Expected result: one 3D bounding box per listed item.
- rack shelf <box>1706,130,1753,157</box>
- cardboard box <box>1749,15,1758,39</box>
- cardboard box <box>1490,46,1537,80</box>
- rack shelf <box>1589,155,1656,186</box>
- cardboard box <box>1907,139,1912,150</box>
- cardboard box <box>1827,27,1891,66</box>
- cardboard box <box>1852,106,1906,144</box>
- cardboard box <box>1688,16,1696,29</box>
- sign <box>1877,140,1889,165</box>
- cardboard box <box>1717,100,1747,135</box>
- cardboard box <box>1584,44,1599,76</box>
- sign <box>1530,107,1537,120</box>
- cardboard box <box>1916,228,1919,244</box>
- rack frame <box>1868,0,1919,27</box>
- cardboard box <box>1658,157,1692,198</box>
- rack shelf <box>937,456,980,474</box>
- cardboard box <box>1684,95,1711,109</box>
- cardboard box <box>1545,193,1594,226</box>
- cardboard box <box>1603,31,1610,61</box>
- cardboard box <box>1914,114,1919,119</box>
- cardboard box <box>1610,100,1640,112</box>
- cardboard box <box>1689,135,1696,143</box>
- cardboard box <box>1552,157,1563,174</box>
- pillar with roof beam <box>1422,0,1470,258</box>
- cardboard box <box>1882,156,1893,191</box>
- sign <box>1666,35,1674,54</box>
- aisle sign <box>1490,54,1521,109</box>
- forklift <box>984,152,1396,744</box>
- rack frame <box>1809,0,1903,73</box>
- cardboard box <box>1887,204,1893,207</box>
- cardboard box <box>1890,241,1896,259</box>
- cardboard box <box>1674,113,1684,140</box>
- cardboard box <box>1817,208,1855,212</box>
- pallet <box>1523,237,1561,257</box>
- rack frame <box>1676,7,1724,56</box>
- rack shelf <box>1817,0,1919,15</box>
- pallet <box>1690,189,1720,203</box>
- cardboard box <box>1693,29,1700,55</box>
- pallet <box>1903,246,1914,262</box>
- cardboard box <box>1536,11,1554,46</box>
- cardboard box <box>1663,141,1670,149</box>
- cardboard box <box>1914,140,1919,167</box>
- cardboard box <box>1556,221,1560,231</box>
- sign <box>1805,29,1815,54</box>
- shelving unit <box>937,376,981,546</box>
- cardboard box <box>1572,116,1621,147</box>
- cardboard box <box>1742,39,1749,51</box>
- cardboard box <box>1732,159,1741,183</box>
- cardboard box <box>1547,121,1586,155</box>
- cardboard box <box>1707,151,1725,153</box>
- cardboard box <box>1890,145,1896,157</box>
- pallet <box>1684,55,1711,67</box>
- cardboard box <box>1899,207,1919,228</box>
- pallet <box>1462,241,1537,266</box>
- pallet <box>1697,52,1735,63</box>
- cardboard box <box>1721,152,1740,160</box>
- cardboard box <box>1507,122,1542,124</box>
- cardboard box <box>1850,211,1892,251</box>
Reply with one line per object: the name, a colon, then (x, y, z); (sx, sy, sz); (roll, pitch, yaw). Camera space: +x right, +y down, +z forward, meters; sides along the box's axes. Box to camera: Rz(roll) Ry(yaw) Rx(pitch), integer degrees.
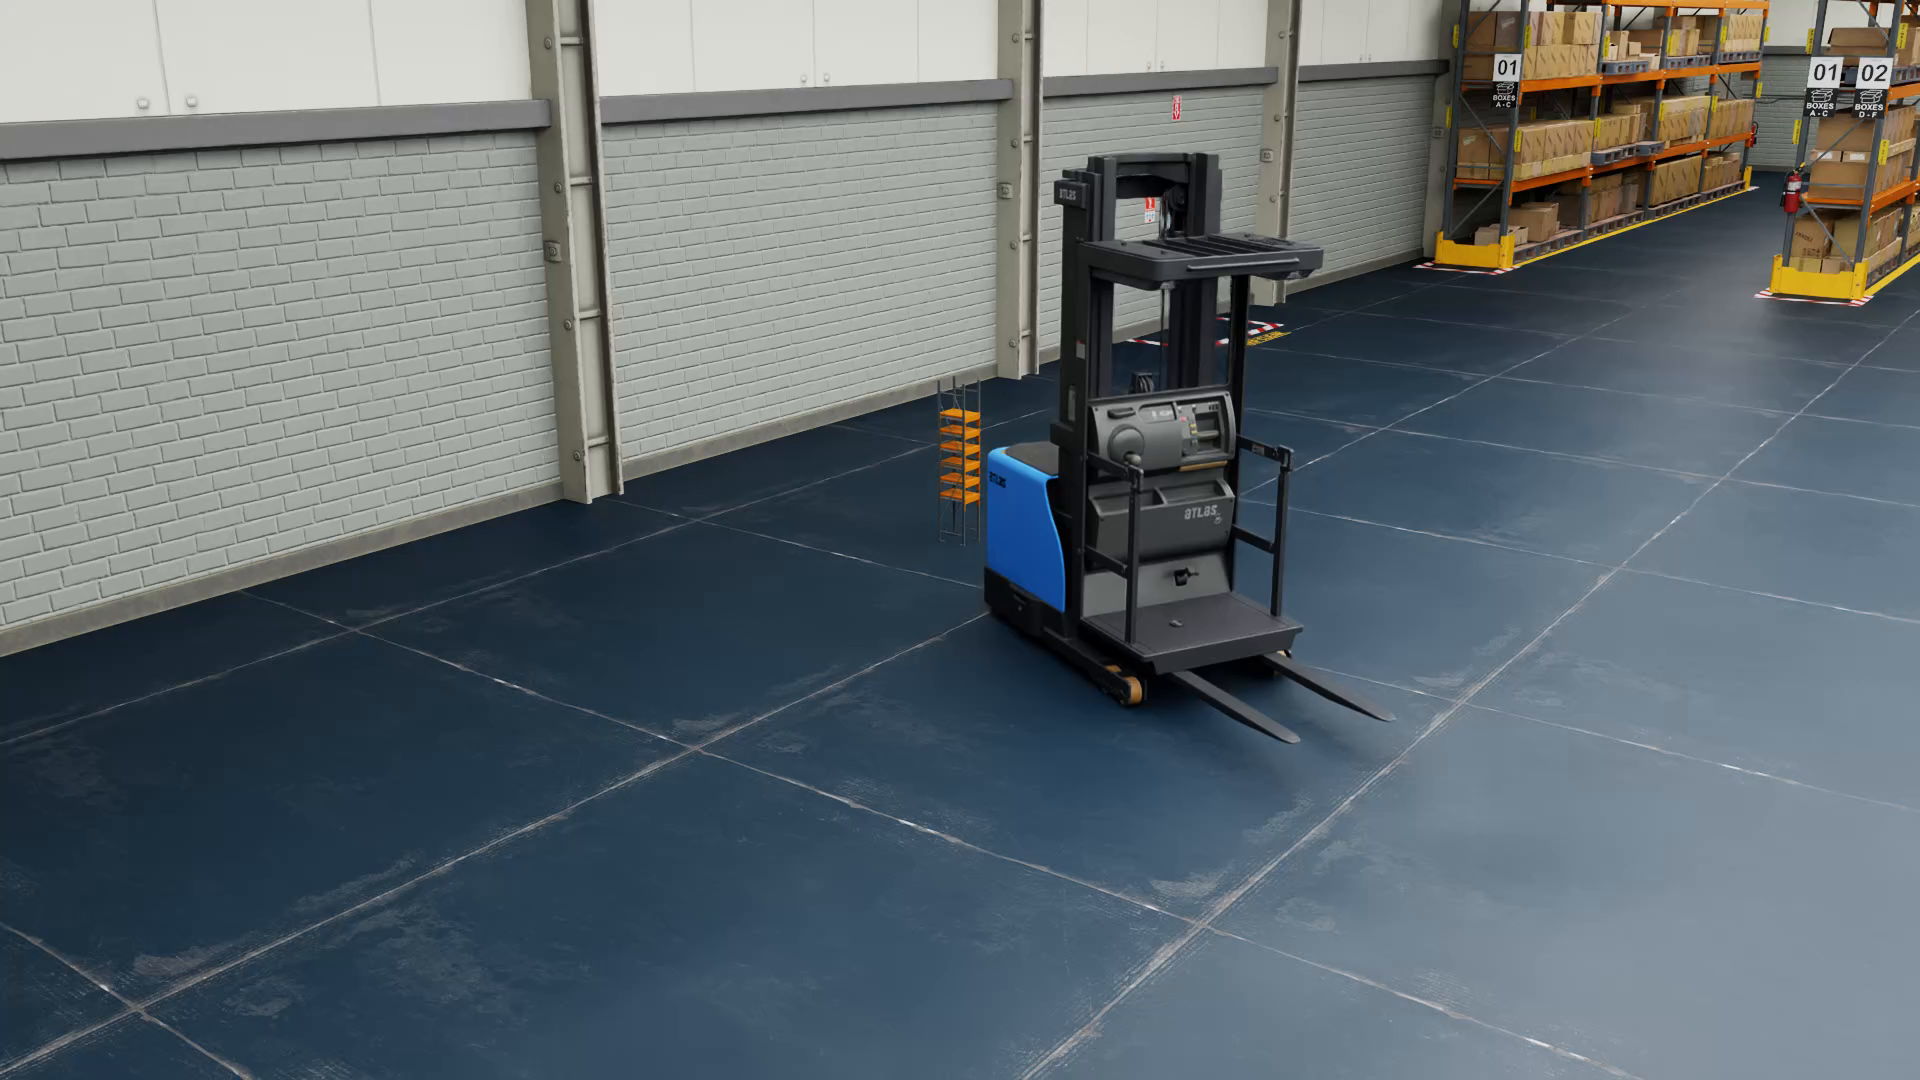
rack shelf: (16.388, -8.750, 36.574); (1.077, 0.370, 4.000); (12, 21, 35)
cardboard box: (17.055, -11.197, 36.296); (0.500, 0.500, 0.500); (13, 22, 36)
cardboard box: (8.446, -7.284, 25.381); (0.500, 0.500, 0.500); (13, 22, 36)
rack shelf: (11.621, -6.844, 30.438); (1.077, 0.370, 4.000); (12, 21, 35)
cardboard box: (14.271, -6.033, 25.352); (0.380, 0.149, 0.250); (12, 21, 34)
cardboard box: (12.372, -6.770, 22.809); (0.797, 0.503, 0.637); (14, 22, 38)
cardboard box: (13.551, -6.158, 24.659); (0.700, 0.500, 0.500); (12, 21, 35)
cardboard box: (14.566, -10.479, 33.697); (0.500, 0.250, 0.500); (14, 22, 39)
sign: (12.469, -5.236, 22.453); (0.100, 0.325, 0.005); (12, 21, 35)
cardboard box: (16.859, -9.414, 36.996); (0.980, 0.700, 0.700); (12, 21, 34)
cardboard box: (10.325, -8.037, 27.805); (0.500, 0.500, 0.500); (13, 22, 36)
sign: (9.981, -7.361, 28.939); (0.100, 0.325, 0.005); (12, 21, 35)
cardboard box: (15.461, -5.022, 27.286); (0.500, 0.250, 0.500); (12, 21, 33)
rack frame: (14.410, -8.702, 25.092); (1.000, 3.000, 0.127); (12, 21, 35)
cardboard box: (14.386, -7.401, 33.934); (0.750, 0.750, 0.750); (13, 22, 36)
rack shelf: (-0.009, -0.527, 12.068); (0.258, 0.103, 0.180); (12, 21, 35)
cardboard box: (15.123, -9.018, 34.257); (0.500, 0.250, 0.500); (13, 22, 36)
cardboard box: (10.854, -5.906, 29.677); (0.700, 0.500, 0.500); (13, 22, 37)
cardboard box: (10.819, -8.508, 28.649); (0.500, 0.500, 0.500); (16, 24, 42)
cardboard box: (18.356, -7.742, 31.241); (0.500, 0.500, 0.700); (-16, 23, -42)
cardboard box: (12.875, -8.375, 32.188); (0.500, 0.250, 0.500); (13, 22, 36)
cardboard box: (14.790, -8.184, 33.931); (0.380, 0.149, 0.250); (12, 21, 35)
cardboard box: (9.501, -6.123, 27.123); (0.500, 0.250, 0.500); (13, 21, 35)
pillar with roof beam: (11.226, -8.182, 23.419); (9.100, 9.000, 0.400); (12, 21, 35)
cardboard box: (13.235, -5.410, 24.439); (0.700, 0.500, 0.500); (13, 22, 36)
sign: (13.247, -9.247, 31.034); (0.100, 0.325, 0.005); (12, 21, 35)
aisle sign: (8.244, -6.930, 25.118); (0.394, 0.787, 0.004); (12, 21, 35)
forklift: (1.266, -0.624, 9.311); (1.130, 2.935, 3.031); (-8, 19, -25)
rack frame: (12.026, -7.749, 22.024); (1.000, 3.000, 0.127); (12, 21, 35)
cardboard box: (15.327, -5.502, 27.885); (0.500, 0.311, 0.500); (12, 21, 34)
cardboard box: (14.003, -4.458, 25.469); (0.500, 0.250, 0.500); (12, 21, 35)
cardboard box: (13.924, -8.175, 32.807); (0.500, 0.500, 0.500); (12, 21, 34)
cardboard box: (13.286, -4.789, 25.271); (0.500, 0.500, 0.500); (12, 21, 35)
pallet: (9.331, -4.922, 27.736); (1.003, 0.211, 1.213); (12, 21, 35)
rack frame: (15.196, -11.482, 34.044); (1.000, 3.000, 0.127); (12, 21, 35)
rack shelf: (13.218, -7.691, 23.724); (1.077, 0.370, 4.000); (12, 21, 35)
pallet: (15.712, -7.452, 35.886); (1.003, 0.211, 1.213); (12, 21, 35)
cardboard box: (14.583, -10.117, 33.796); (0.700, 0.500, 0.500); (11, 20, 32)
pallet: (14.817, -4.688, 26.982); (1.003, 0.211, 1.213); (12, 21, 35)
cardboard box: (8.810, -7.885, 25.632); (0.500, 0.500, 0.500); (12, 21, 34)
cardboard box: (13.578, -7.698, 32.364); (0.380, 0.149, 0.250); (13, 22, 36)
cardboard box: (15.493, -6.309, 27.335); (0.500, 0.500, 0.500); (12, 21, 35)
cardboard box: (10.135, -5.436, 28.725); (0.380, 0.166, 0.250); (9, 20, 28)
sign: (11.599, -6.801, 22.669); (0.100, 0.325, 0.005); (12, 21, 35)
shelving unit: (-0.009, -0.570, 12.055); (0.258, 1.200, 0.189); (12, 21, 35)
cardboard box: (11.466, -7.379, 30.036); (0.700, 0.500, 0.500); (16, 24, 42)
cardboard box: (16.741, -10.708, 35.987); (0.500, 0.250, 0.500); (12, 21, 33)
cardboard box: (17.242, -8.392, 37.716); (0.700, 0.500, 0.500); (12, 21, 35)
cardboard box: (10.103, -6.720, 27.781); (0.500, 0.500, 0.500); (12, 21, 34)
cardboard box: (17.156, -8.767, 37.829); (0.380, 0.149, 0.250); (13, 21, 35)
cardboard box: (13.350, -5.663, 24.160); (0.380, 0.149, 0.250); (13, 21, 35)
pallet: (14.689, -9.731, 33.786); (0.805, 0.209, 1.217); (11, 21, 33)
cardboard box: (15.466, -5.288, 27.198); (0.500, 0.311, 0.500); (12, 21, 33)
pallet: (8.604, -4.632, 26.804); (1.003, 0.211, 1.213); (12, 21, 35)
pallet: (15.692, -10.200, 35.123); (1.003, 0.211, 1.213); (12, 21, 35)
cardboard box: (17.312, -8.639, 37.418); (0.380, 0.149, 0.250); (12, 21, 34)
cardboard box: (9.369, -6.692, 27.690); (0.500, 0.500, 0.500); (13, 22, 36)
cardboard box: (13.421, -4.575, 24.582); (0.500, 0.500, 0.500); (12, 21, 35)
